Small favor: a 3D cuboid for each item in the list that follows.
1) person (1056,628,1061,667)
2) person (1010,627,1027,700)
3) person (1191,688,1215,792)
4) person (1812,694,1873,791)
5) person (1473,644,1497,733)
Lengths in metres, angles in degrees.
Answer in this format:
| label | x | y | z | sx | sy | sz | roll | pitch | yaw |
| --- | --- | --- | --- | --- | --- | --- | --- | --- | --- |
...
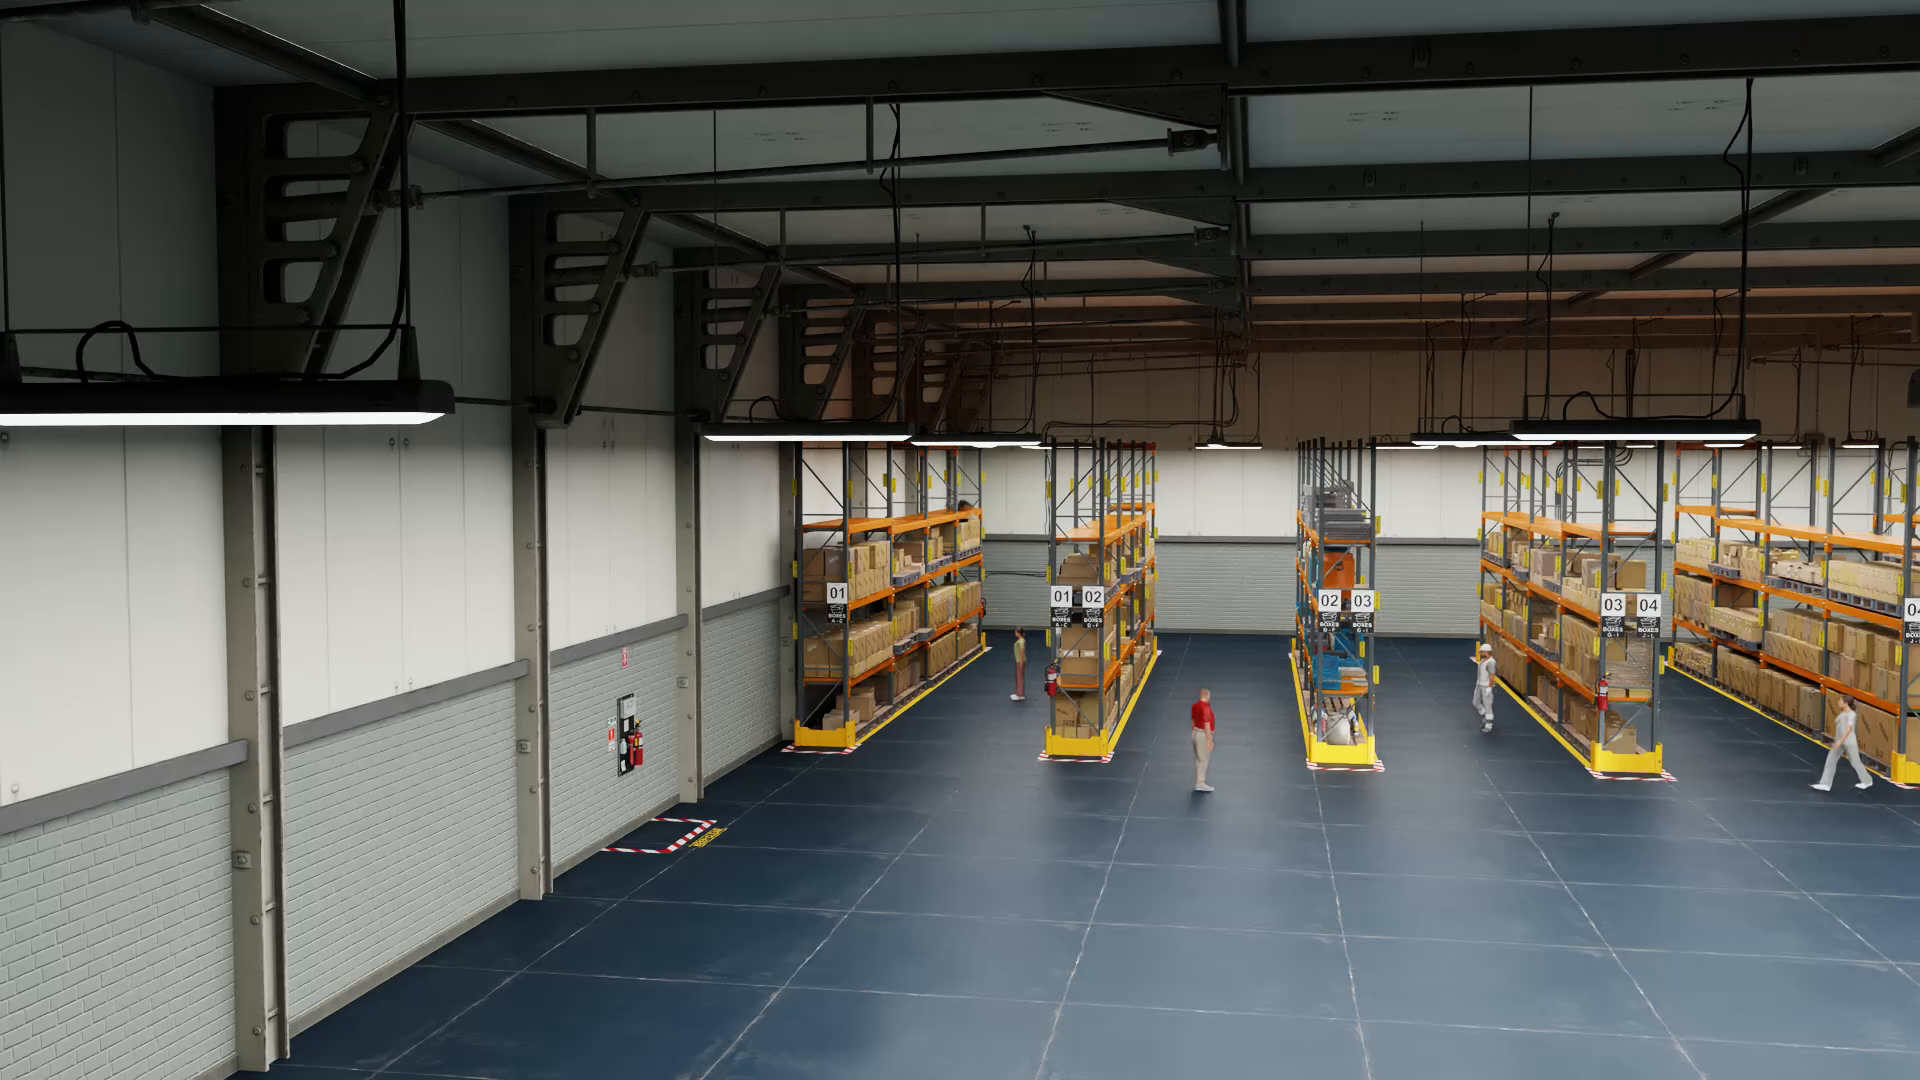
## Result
| label | x | y | z | sx | sy | sz | roll | pitch | yaw |
| --- | --- | --- | --- | --- | --- | --- | --- | --- | --- |
| person | 2.715 | 2.554 | 44.202 | 0.482 | 1.696 | 0.505 | 2 | 4 | 36 |
| person | 1.366 | 2.840 | 38.501 | 0.404 | 1.678 | 0.493 | 0 | 3 | 3 |
| person | 4.143 | 3.393 | 28.159 | 0.426 | 1.767 | 0.637 | -1 | 3 | -16 |
| person | 14.912 | 3.416 | 28.009 | 1.027 | 1.628 | 0.405 | -1 | 3 | -15 |
| person | 10.780 | 3.019 | 34.069 | 0.440 | 1.791 | 0.632 | -1 | 3 | -11 |
